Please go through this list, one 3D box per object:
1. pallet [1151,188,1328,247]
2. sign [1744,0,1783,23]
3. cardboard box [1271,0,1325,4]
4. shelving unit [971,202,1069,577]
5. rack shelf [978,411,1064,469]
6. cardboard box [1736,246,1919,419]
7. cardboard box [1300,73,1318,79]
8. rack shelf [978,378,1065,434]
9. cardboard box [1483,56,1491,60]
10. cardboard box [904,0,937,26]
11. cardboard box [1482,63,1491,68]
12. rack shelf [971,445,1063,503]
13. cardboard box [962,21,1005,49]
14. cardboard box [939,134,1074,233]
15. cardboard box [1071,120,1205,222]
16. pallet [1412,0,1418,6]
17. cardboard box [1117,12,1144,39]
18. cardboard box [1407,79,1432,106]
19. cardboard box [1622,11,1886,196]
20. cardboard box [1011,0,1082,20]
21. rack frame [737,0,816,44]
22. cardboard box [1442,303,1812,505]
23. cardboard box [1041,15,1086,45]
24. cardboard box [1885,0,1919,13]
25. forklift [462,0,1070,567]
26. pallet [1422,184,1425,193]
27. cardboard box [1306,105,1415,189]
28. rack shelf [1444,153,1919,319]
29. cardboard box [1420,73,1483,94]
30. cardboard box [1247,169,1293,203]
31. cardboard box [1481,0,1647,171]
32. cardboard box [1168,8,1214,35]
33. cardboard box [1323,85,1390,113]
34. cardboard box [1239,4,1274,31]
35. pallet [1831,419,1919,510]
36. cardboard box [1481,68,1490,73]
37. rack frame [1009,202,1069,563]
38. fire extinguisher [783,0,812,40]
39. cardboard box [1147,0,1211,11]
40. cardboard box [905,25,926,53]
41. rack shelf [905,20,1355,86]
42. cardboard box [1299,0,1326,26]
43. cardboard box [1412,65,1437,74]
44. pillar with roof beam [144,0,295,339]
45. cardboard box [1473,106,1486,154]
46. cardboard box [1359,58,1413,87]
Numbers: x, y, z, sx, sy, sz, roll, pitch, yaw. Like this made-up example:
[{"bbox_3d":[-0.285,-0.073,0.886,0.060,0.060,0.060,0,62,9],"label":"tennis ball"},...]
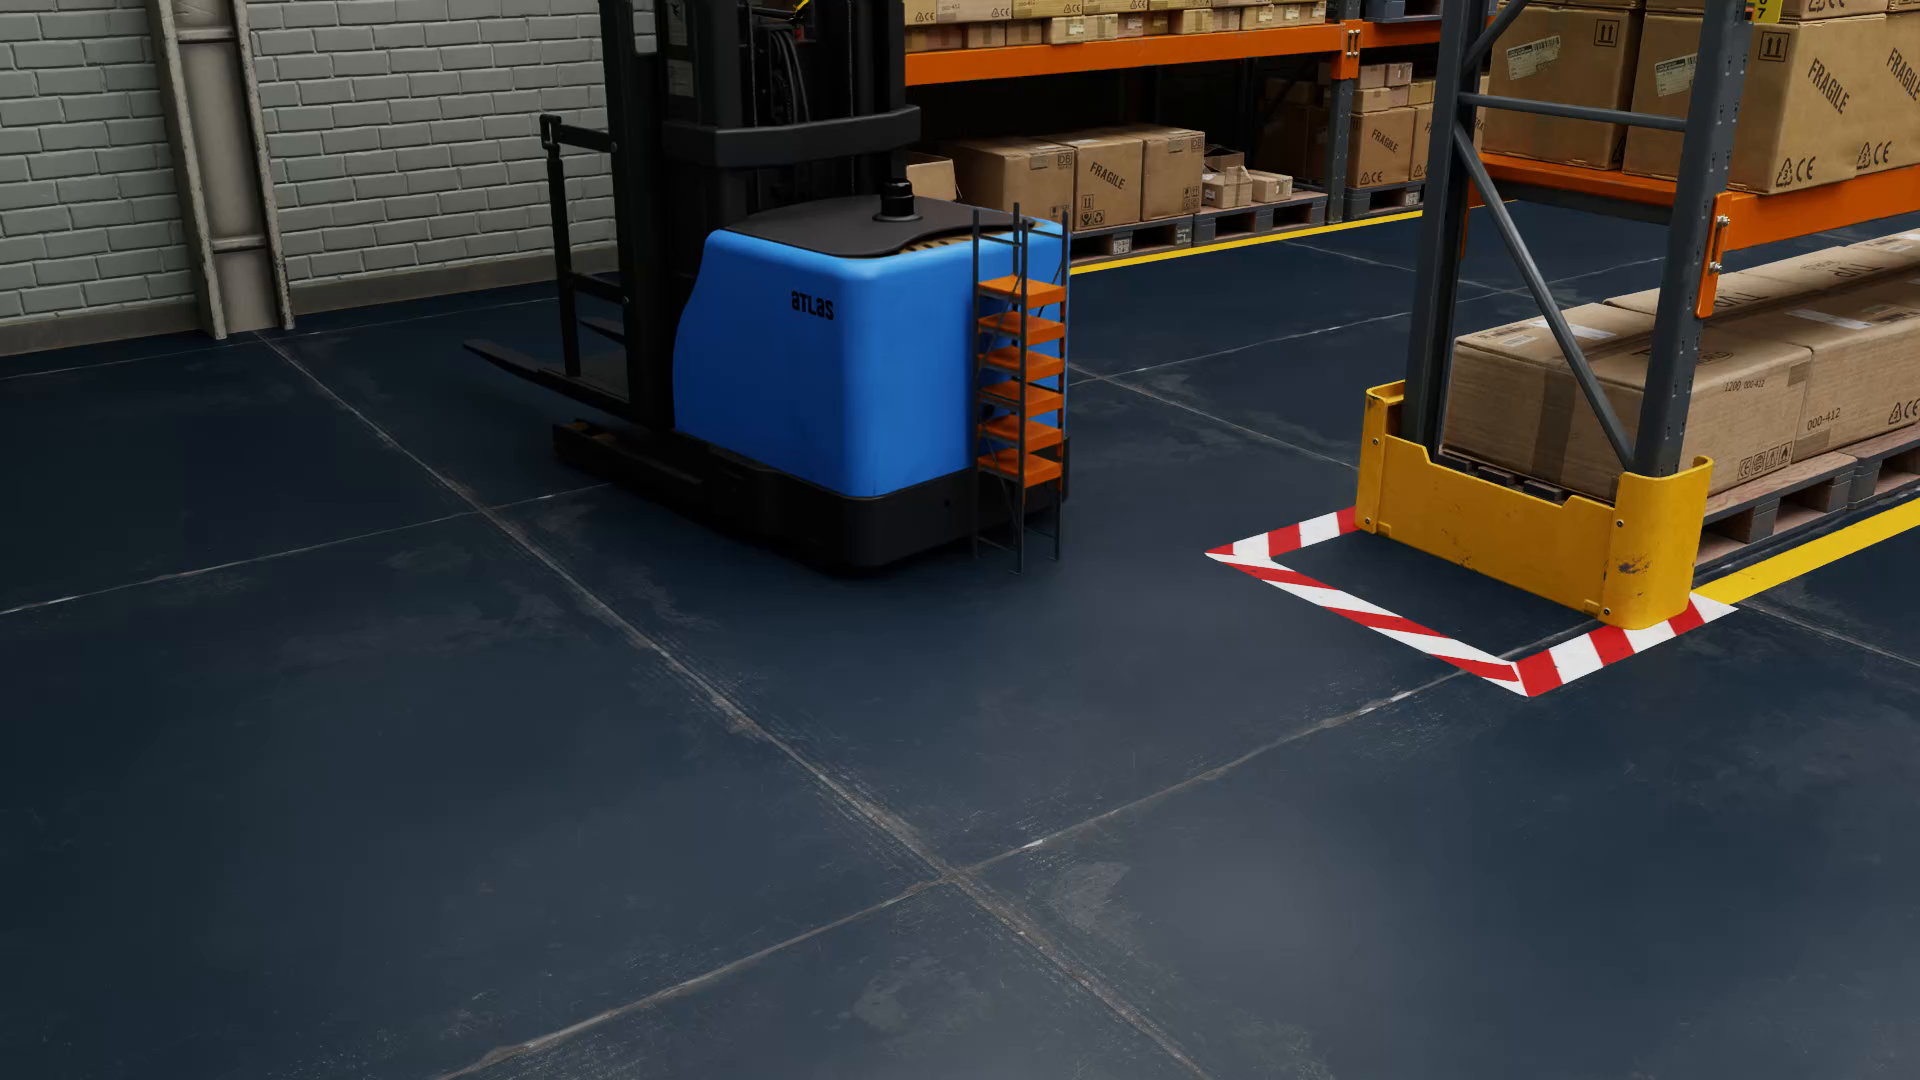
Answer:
[{"bbox_3d":[1.693,-2.234,11.211,1.213,0.211,1.003,-15,26,-33],"label":"pallet"},{"bbox_3d":[2.225,-1.590,4.559,0.005,0.325,0.100,-15,26,-33],"label":"sign"},{"bbox_3d":[1.980,-3.563,10.579,0.500,0.250,0.500,-14,26,-32],"label":"cardboard box"},{"bbox_3d":[0.192,-0.488,5.500,0.189,1.200,0.258,-19,29,-40],"label":"shelving unit"},{"bbox_3d":[0.192,-0.335,5.561,0.180,0.103,0.258,-19,29,-40],"label":"rack shelf"},{"bbox_3d":[3.854,-0.893,6.977,0.875,0.438,0.875,-16,27,-34],"label":"cardboard box"},{"bbox_3d":[2.592,-3.238,11.895,0.250,0.149,0.380,-15,26,-33],"label":"cardboard box"},{"bbox_3d":[0.192,-0.447,5.517,0.180,0.103,0.258,-19,29,-40],"label":"rack shelf"},{"bbox_3d":[4.231,-3.702,13.057,0.250,0.149,0.380,-16,27,-35],"label":"cardboard box"},{"bbox_3d":[-0.470,-2.898,8.912,0.500,0.250,0.500,-15,26,-33],"label":"cardboard box"},{"bbox_3d":[3.874,-3.564,12.711,0.250,0.149,0.380,-15,26,-33],"label":"cardboard box"},{"bbox_3d":[0.192,-0.224,5.606,0.180,0.103,0.258,-19,29,-40],"label":"rack shelf"},{"bbox_3d":[0.045,-2.857,9.347,0.250,0.149,0.380,-14,26,-31],"label":"cardboard box"},{"bbox_3d":[0.272,-2.123,9.977,0.500,0.500,0.700,-14,26,-31],"label":"cardboard box"},{"bbox_3d":[1.115,-2.348,10.540,0.500,0.500,0.700,-16,27,-35],"label":"cardboard box"},{"bbox_3d":[3.922,-4.032,12.213,1.213,0.211,1.003,-15,26,-33],"label":"pallet"},{"bbox_3d":[0.877,-3.088,9.926,0.250,0.149,0.380,-15,26,-33],"label":"cardboard box"},{"bbox_3d":[3.079,-3.153,11.682,0.250,0.149,0.380,-17,27,-36],"label":"cardboard box"},{"bbox_3d":[2.463,-1.384,5.182,0.500,0.500,0.500,-15,26,-33],"label":"cardboard box"},{"bbox_3d":[0.348,-3.118,9.463,0.500,0.250,0.500,-16,26,-34],"label":"cardboard box"},{"bbox_3d":[-0.996,-2.812,8.896,0.127,3.000,1.000,-15,26,-33],"label":"rack frame"},{"bbox_3d":[2.383,-0.498,5.987,0.875,0.438,0.875,-16,27,-35],"label":"cardboard box"},{"bbox_3d":[0.506,-2.948,9.576,0.250,0.149,0.380,-16,27,-34],"label":"cardboard box"},{"bbox_3d":[2.877,-1.963,5.283,0.500,0.500,0.500,-16,27,-34],"label":"cardboard box"},{"bbox_3d":[-0.980,-1.729,6.276,1.130,2.935,3.031,-19,29,-40],"label":"forklift"},{"bbox_3d":[3.880,-2.836,12.718,1.213,0.211,1.003,-15,26,-33],"label":"pallet"},{"bbox_3d":[2.775,-2.749,11.544,0.500,0.500,0.500,-14,25,-31],"label":"cardboard box"},{"bbox_3d":[3.529,-1.418,6.374,4.000,0.370,1.077,-15,26,-33],"label":"rack shelf"},{"bbox_3d":[3.518,-3.259,11.948,0.250,0.149,0.380,-15,26,-33],"label":"cardboard box"},{"bbox_3d":[1.970,-2.340,10.993,0.250,0.149,0.380,-16,27,-34],"label":"cardboard box"},{"bbox_3d":[2.143,-1.550,5.599,0.500,0.500,0.500,-15,26,-33],"label":"cardboard box"},{"bbox_3d":[1.324,-3.177,10.151,0.250,0.149,0.380,-15,26,-34],"label":"cardboard box"},{"bbox_3d":[2.698,-3.011,11.325,0.250,0.149,0.380,-14,25,-30],"label":"cardboard box"},{"bbox_3d":[1.744,-3.290,10.433,0.250,0.149,0.380,-14,26,-31],"label":"cardboard box"},{"bbox_3d":[3.499,-0.484,6.824,1.213,0.211,1.003,-15,26,-33],"label":"pallet"},{"bbox_3d":[3.923,-3.380,12.249,0.250,0.149,0.380,-15,26,-33],"label":"cardboard box"},{"bbox_3d":[0.259,-0.511,5.559,0.006,1.200,0.240,-19,29,-40],"label":"rack frame"},{"bbox_3d":[-0.845,-2.432,8.552,0.183,0.674,0.296,-15,26,-33],"label":"fire extinguisher"},{"bbox_3d":[1.170,-3.346,10.035,0.500,0.250,0.500,-15,26,-33],"label":"cardboard box"},{"bbox_3d":[-0.389,-2.753,9.087,0.250,0.149,0.380,-14,26,-32],"label":"cardboard box"},{"bbox_3d":[0.628,-2.911,10.115,4.000,0.370,1.077,-15,26,-33],"label":"rack shelf"},{"bbox_3d":[2.140,-3.416,10.749,0.250,0.149,0.380,-15,26,-32],"label":"cardboard box"},{"bbox_3d":[3.407,-3.473,12.483,0.250,0.149,0.380,-14,26,-32],"label":"cardboard box"},{"bbox_3d":[-1.197,-3.991,3.756,0.400,9.000,9.100,-15,26,-33],"label":"pillar with roof beam"},{"bbox_3d":[3.609,-2.974,12.108,0.500,0.500,0.500,-16,27,-34],"label":"cardboard box"},{"bbox_3d":[2.880,-3.220,11.447,0.250,0.149,0.380,-16,27,-35],"label":"cardboard box"}]
